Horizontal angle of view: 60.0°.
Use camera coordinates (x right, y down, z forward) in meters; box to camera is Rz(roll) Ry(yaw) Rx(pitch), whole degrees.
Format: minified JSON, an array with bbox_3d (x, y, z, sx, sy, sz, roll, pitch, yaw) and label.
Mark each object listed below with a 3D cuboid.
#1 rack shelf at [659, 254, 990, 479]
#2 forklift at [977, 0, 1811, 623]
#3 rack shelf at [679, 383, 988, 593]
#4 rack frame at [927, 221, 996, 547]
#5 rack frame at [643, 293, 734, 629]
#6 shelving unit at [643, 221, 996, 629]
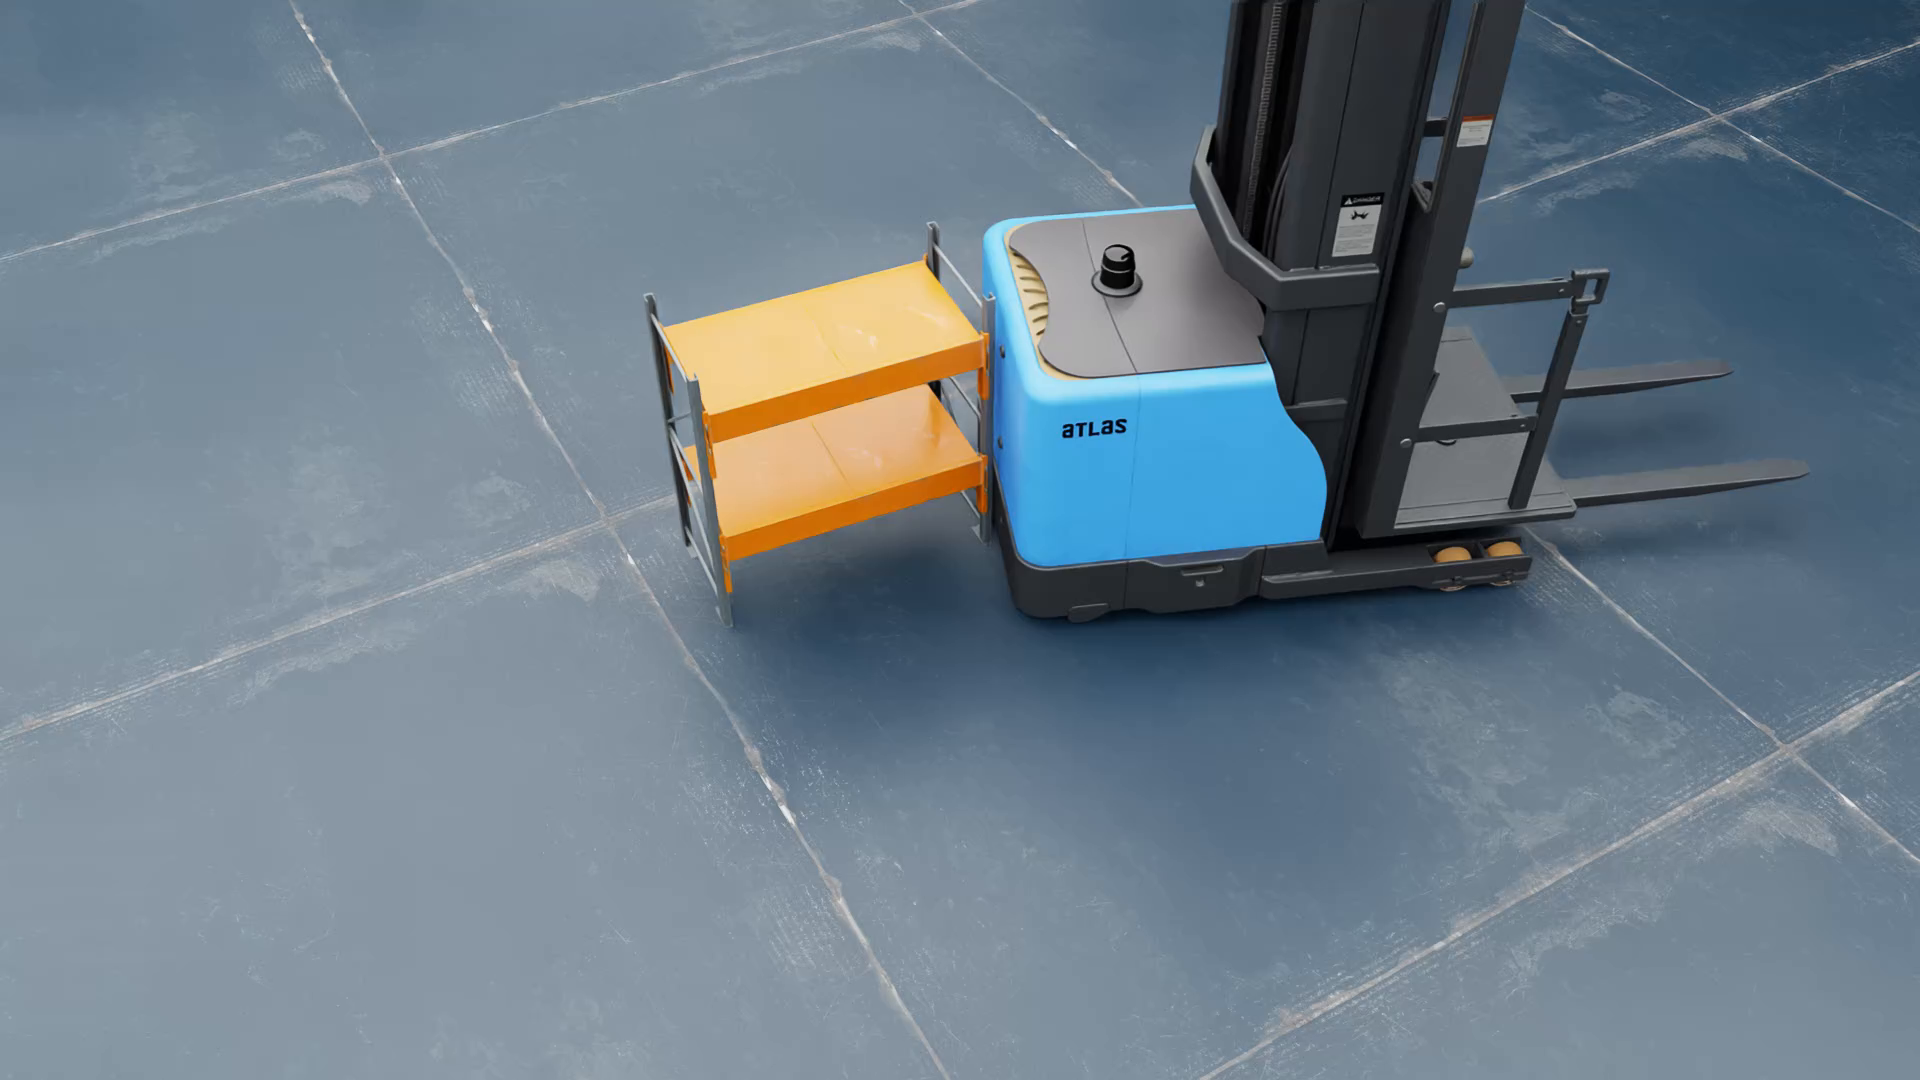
[{"bbox_3d":[-0.462,-0.605,5.645,1.000,0.278,0.538,-18,47,-17],"label":"rack shelf"},{"bbox_3d":[1.628,-1.226,5.409,3.031,2.935,1.130,-6,44,-6],"label":"forklift"},{"bbox_3d":[-0.462,-0.219,6.019,1.000,0.278,0.538,-18,47,-17],"label":"rack shelf"},{"bbox_3d":[0.000,-0.541,6.000,0.032,1.125,0.500,-18,47,-17],"label":"rack frame"},{"bbox_3d":[-0.925,-0.248,5.698,0.032,1.125,0.500,-18,47,-17],"label":"rack frame"},{"bbox_3d":[-0.462,-0.395,5.849,1.048,1.125,0.538,-18,47,-17],"label":"shelving unit"}]
